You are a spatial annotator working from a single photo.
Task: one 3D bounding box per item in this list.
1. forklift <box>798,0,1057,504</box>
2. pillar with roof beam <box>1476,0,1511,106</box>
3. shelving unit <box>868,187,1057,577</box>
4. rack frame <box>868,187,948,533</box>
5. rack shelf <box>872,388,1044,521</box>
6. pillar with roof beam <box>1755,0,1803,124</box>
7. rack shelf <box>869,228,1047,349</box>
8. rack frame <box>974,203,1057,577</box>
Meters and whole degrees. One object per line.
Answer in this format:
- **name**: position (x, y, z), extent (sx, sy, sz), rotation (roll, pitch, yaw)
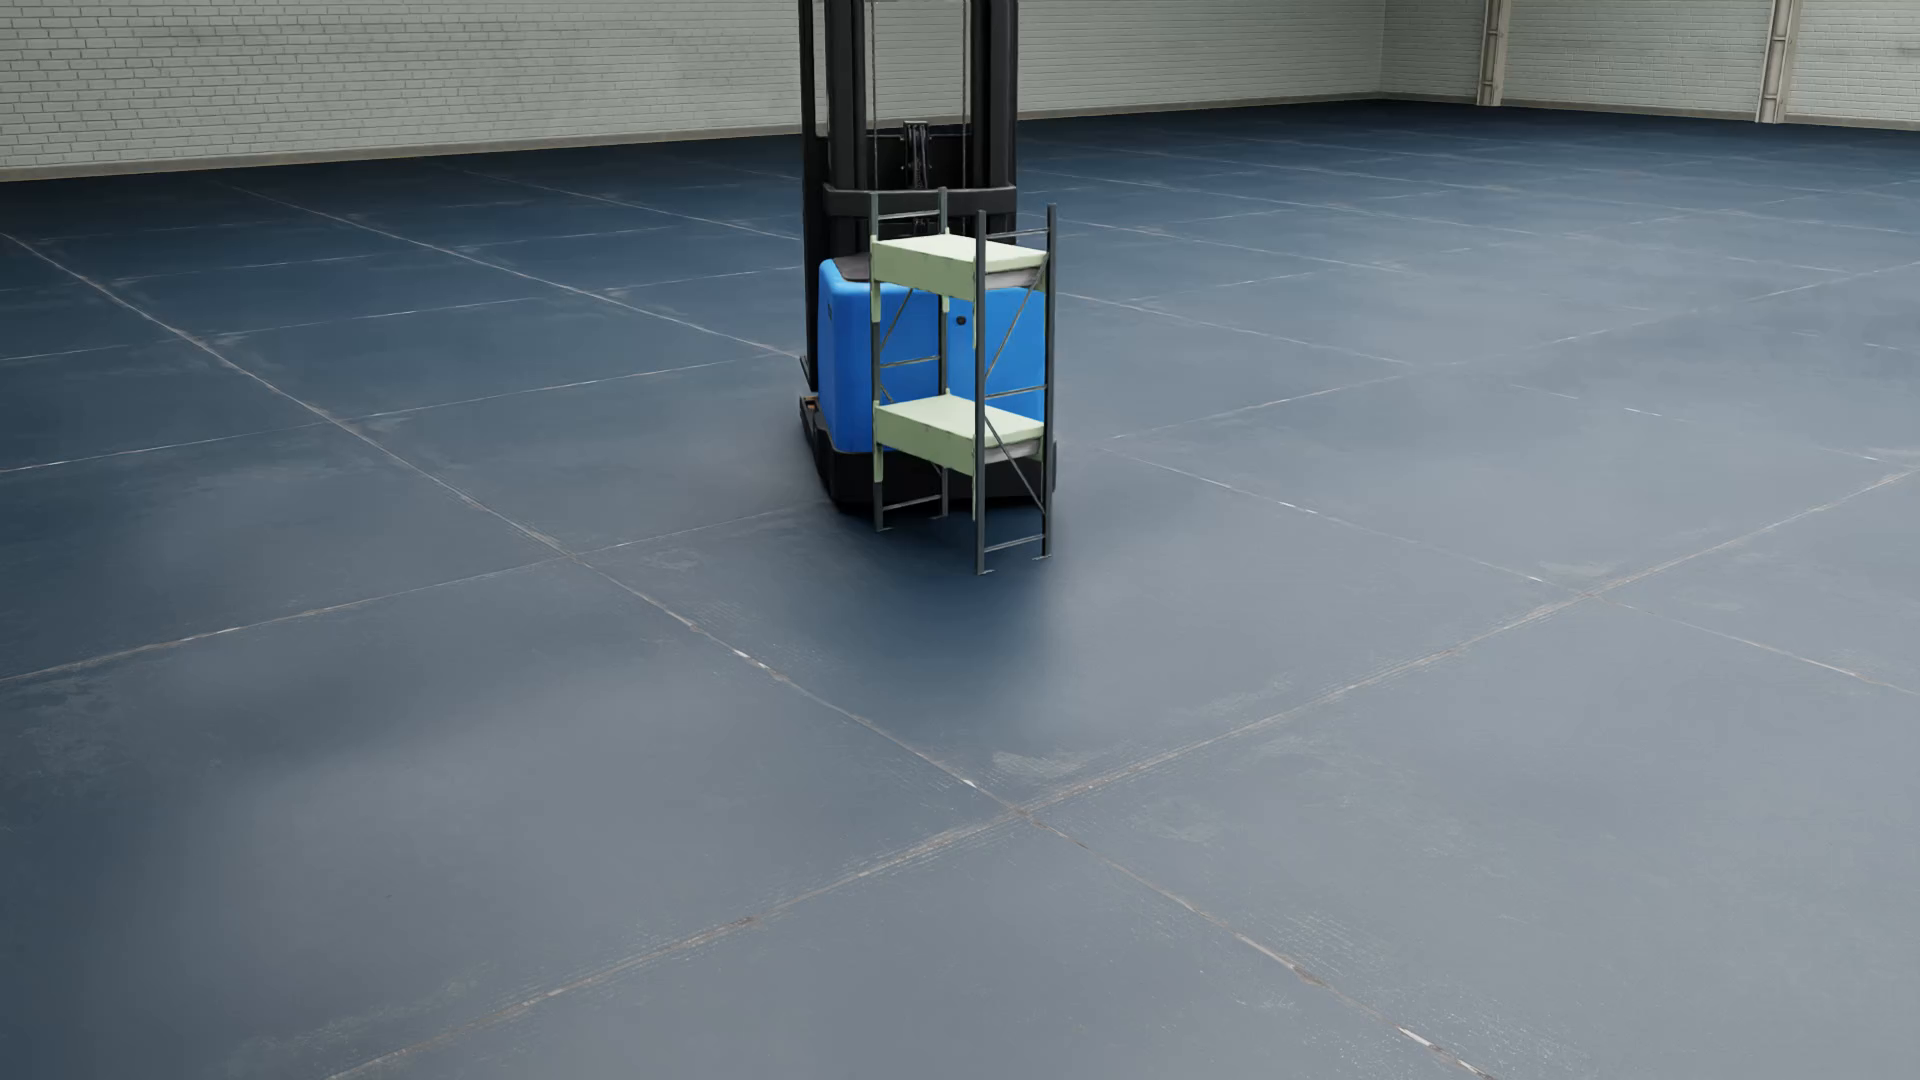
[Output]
- **forklift**: position (-0.293, -1.981, 8.681), extent (1.130, 2.935, 3.031), rotation (-3, 19, -9)
- **pillar with roof beam**: position (7.729, -12.560, 30.977), extent (9.100, 9.000, 0.400), rotation (-14, 23, -36)
- **shelving unit**: position (0.002, -0.691, 7.064), extent (0.431, 1.500, 0.755), rotation (-14, 23, -35)
- **rack frame**: position (-0.221, -0.782, 7.340), extent (0.400, 1.500, 0.023), rotation (-14, 23, -35)
- **rack shelf**: position (0.002, -0.382, 7.167), extent (0.431, 0.370, 0.720), rotation (-14, 23, -35)
- **pillar with roof beam**: position (11.455, -11.081, 26.512), extent (9.100, 9.000, 0.400), rotation (-14, 23, -36)
- **rack shelf**: position (0.002, -1.062, 6.942), extent (0.431, 0.370, 0.720), rotation (-14, 23, -35)
- **rack frame**: position (0.225, -0.600, 6.789), extent (0.400, 1.500, 0.023), rotation (-14, 23, -35)
